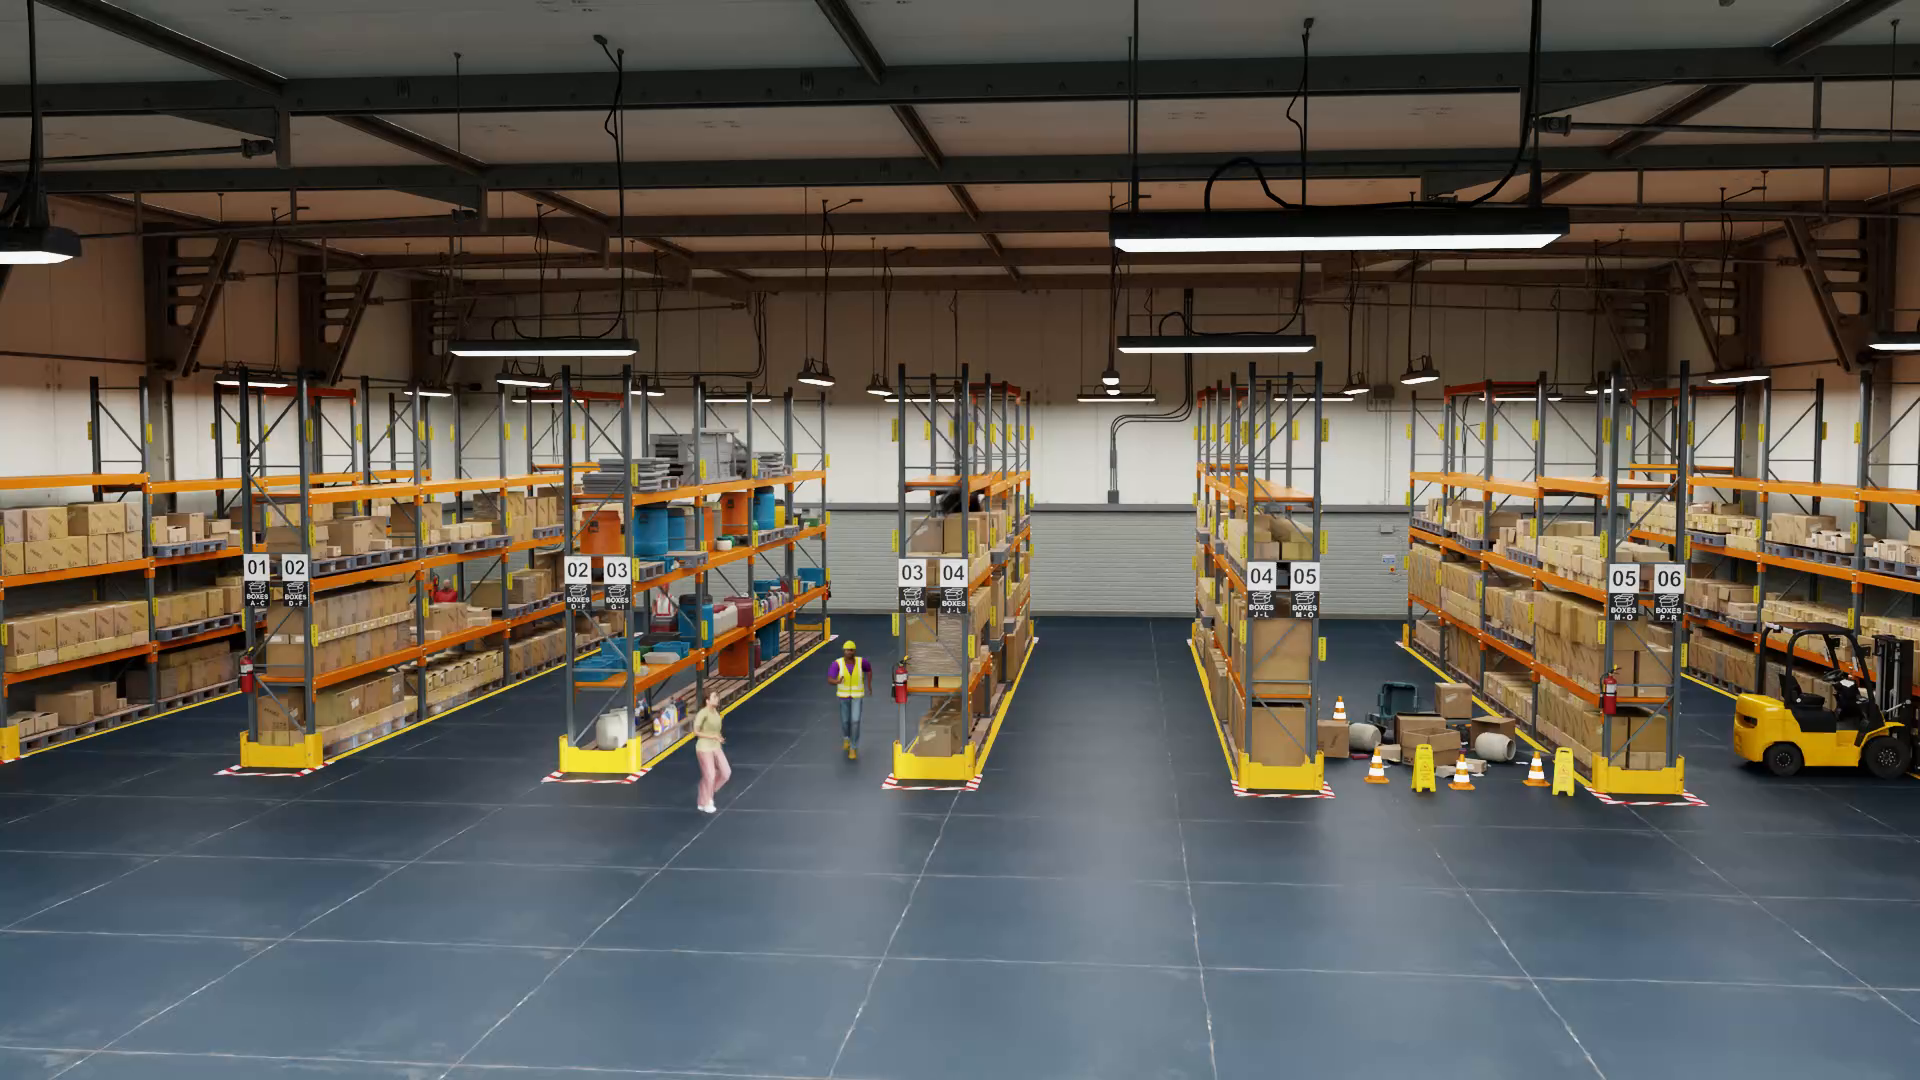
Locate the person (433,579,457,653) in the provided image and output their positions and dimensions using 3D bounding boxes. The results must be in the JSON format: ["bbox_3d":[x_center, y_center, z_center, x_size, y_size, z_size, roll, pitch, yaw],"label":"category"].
[{"bbox_3d":[-11.659,1.729,37.846,0.674,1.681,0.774,0,4,-1],"label":"person"}]

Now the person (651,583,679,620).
[{"bbox_3d":[-6.448,1.802,36.299,0.655,1.774,0.845,0,4,5],"label":"person"}]

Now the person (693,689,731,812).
[{"bbox_3d":[-3.274,2.776,21.906,0.538,1.639,0.560,2,4,28],"label":"person"}]

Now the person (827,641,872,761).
[{"bbox_3d":[-1.706,2.448,25.740,0.681,1.804,0.879,0,4,-1],"label":"person"}]
